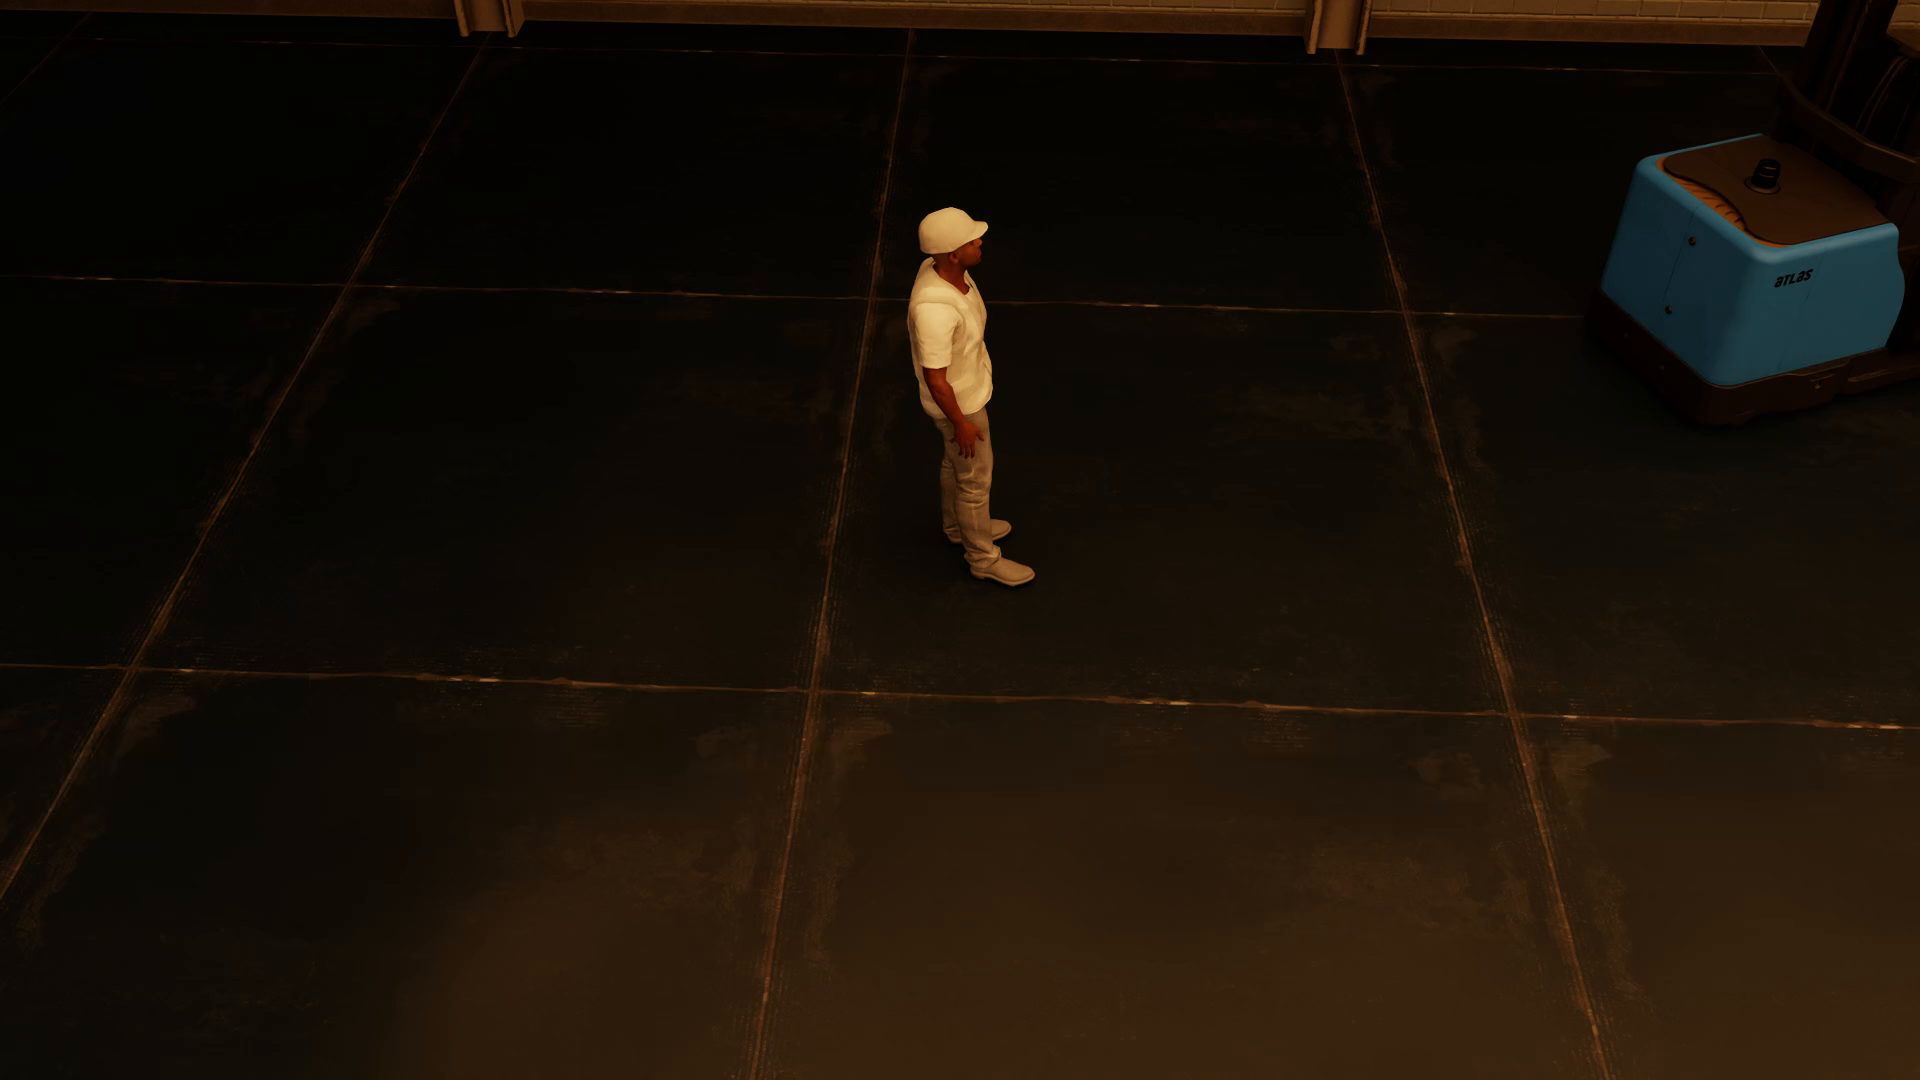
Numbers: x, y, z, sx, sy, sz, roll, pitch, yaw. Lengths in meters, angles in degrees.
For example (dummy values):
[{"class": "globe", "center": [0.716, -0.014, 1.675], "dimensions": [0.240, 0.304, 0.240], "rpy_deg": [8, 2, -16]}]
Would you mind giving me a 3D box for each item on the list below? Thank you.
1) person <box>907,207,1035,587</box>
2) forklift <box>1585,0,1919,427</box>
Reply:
[{"class": "person", "center": [0.069, -0.651, 7.309], "dimensions": [0.577, 1.765, 0.665], "rpy_deg": [2, 42, 2]}, {"class": "forklift", "center": [4.997, -2.274, 8.233], "dimensions": [3.031, 2.935, 1.130], "rpy_deg": [-14, 44, -15]}]
